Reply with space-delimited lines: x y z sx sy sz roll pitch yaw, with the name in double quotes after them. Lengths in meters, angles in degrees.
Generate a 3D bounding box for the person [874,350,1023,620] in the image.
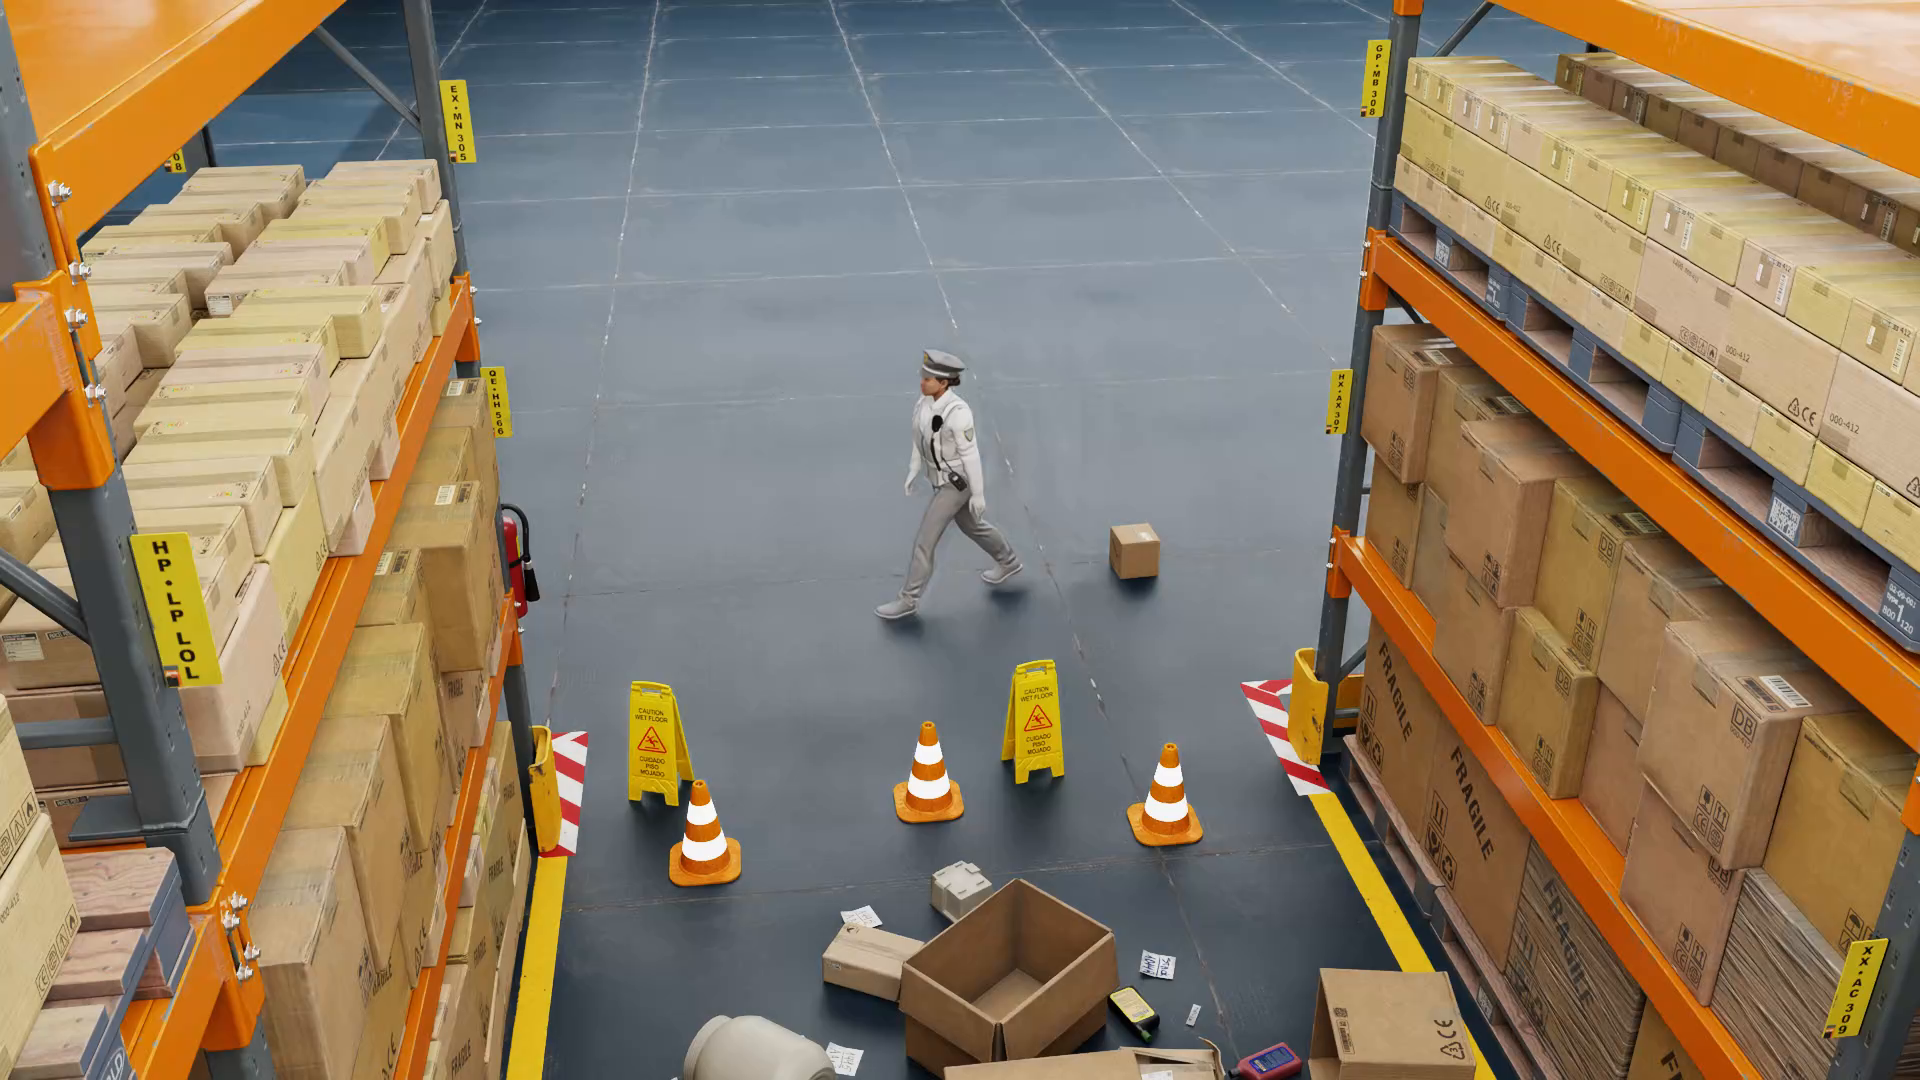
-0.078 -0.372 9.798 1.030 1.626 0.504 -12 30 -21 "person"
